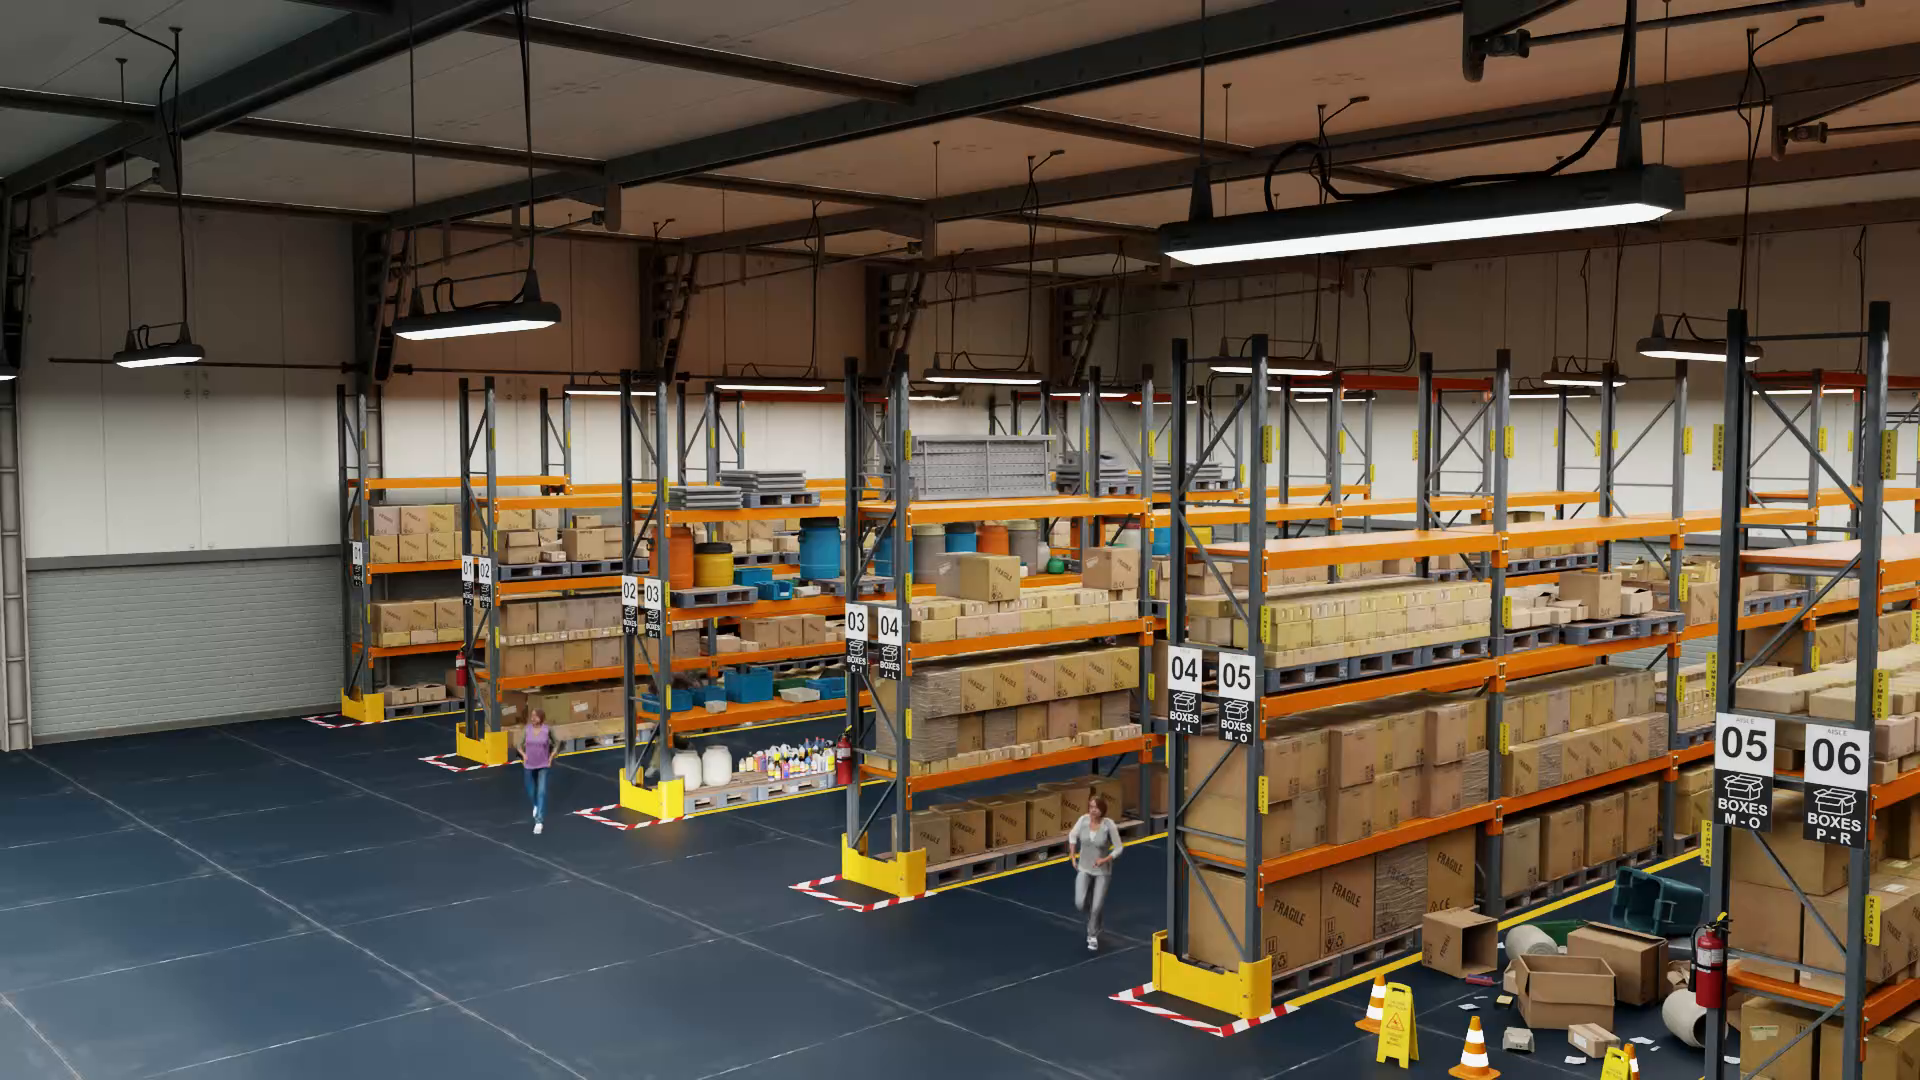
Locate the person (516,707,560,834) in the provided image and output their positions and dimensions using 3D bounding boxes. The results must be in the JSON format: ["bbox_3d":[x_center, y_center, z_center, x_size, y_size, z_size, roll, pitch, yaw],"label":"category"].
[{"bbox_3d":[-5.491,2.965,21.609,0.544,1.599,0.688,0,4,-2],"label":"person"}]

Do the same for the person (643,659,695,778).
[{"bbox_3d":[-4.406,2.628,25.146,0.733,1.781,1.104,2,4,29],"label":"person"}]

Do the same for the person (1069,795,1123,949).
[{"bbox_3d":[1.316,3.297,16.444,0.585,1.561,0.493,1,4,19],"label":"person"}]
